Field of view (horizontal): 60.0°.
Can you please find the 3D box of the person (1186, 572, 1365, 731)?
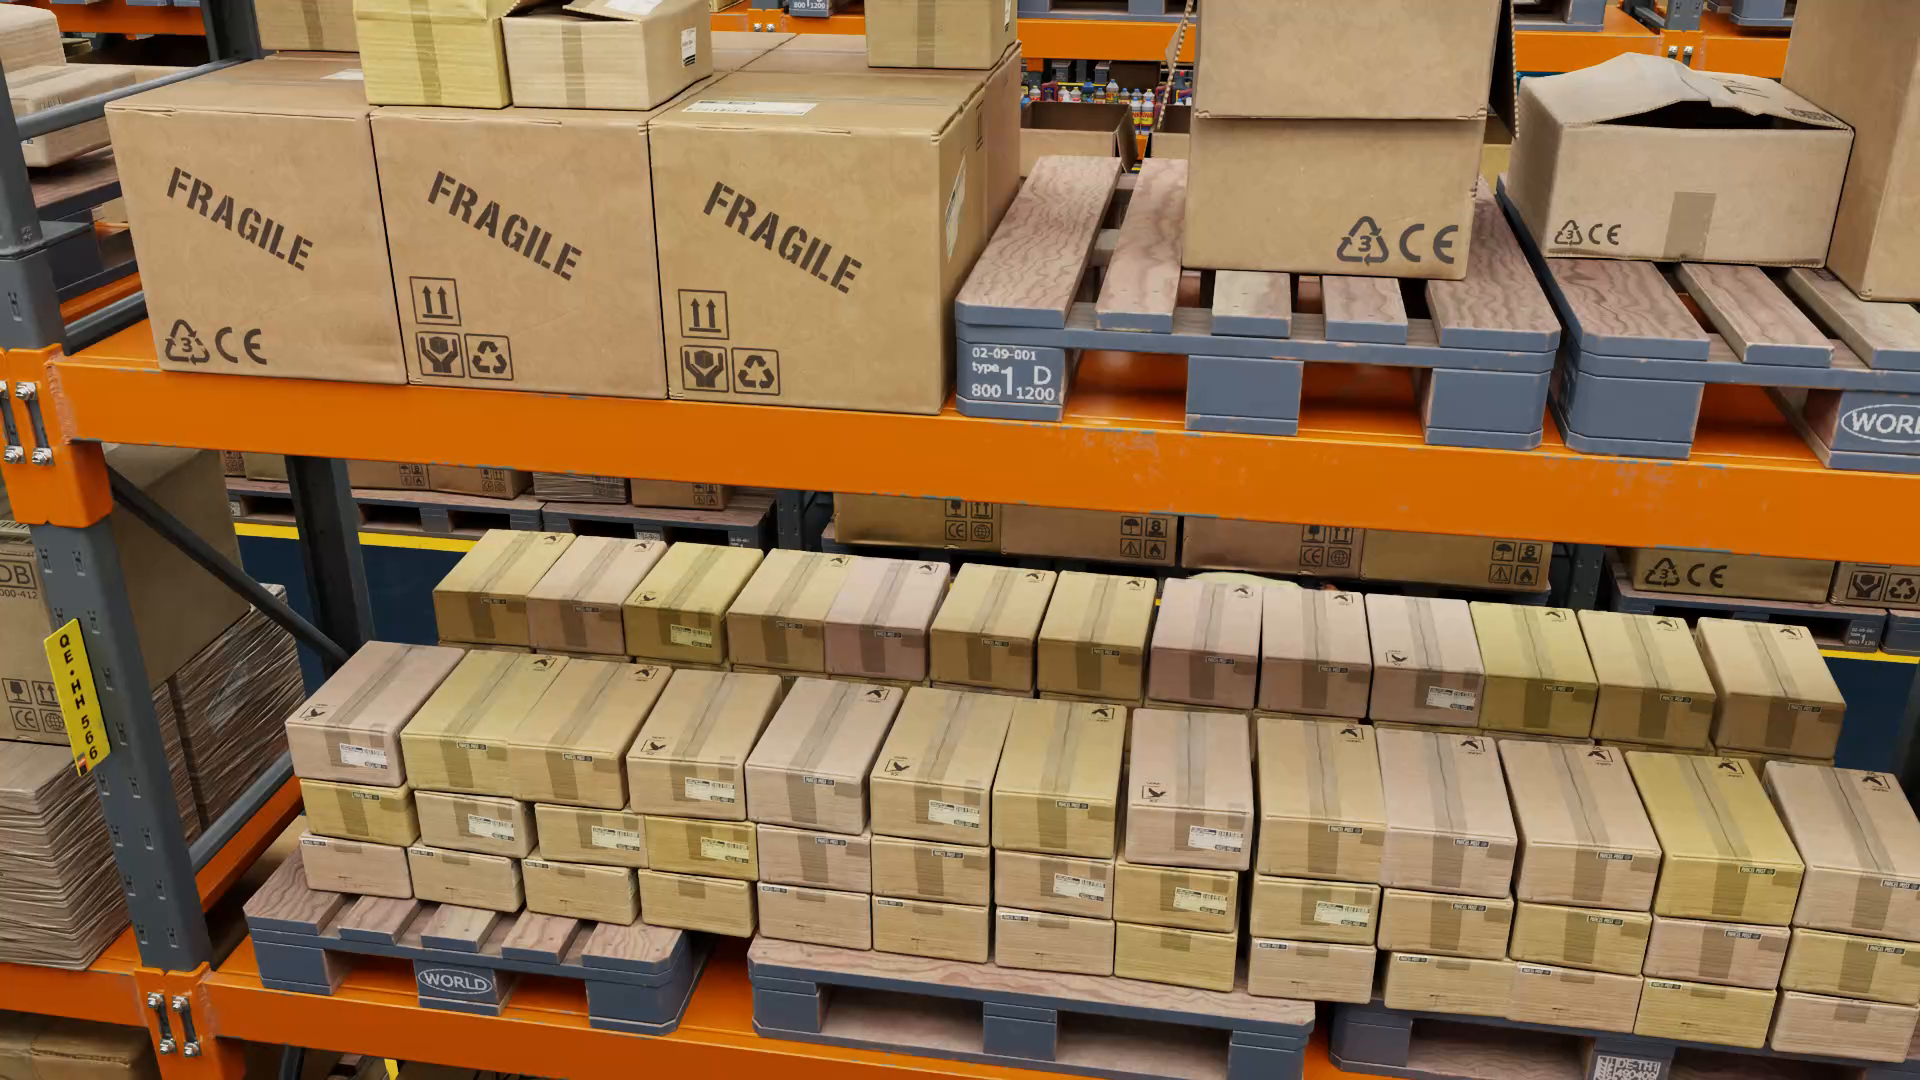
[{"bbox_3d":[1.217,0.621,6.553,0.867,1.020,0.432,3,25,7],"label":"person"}]
